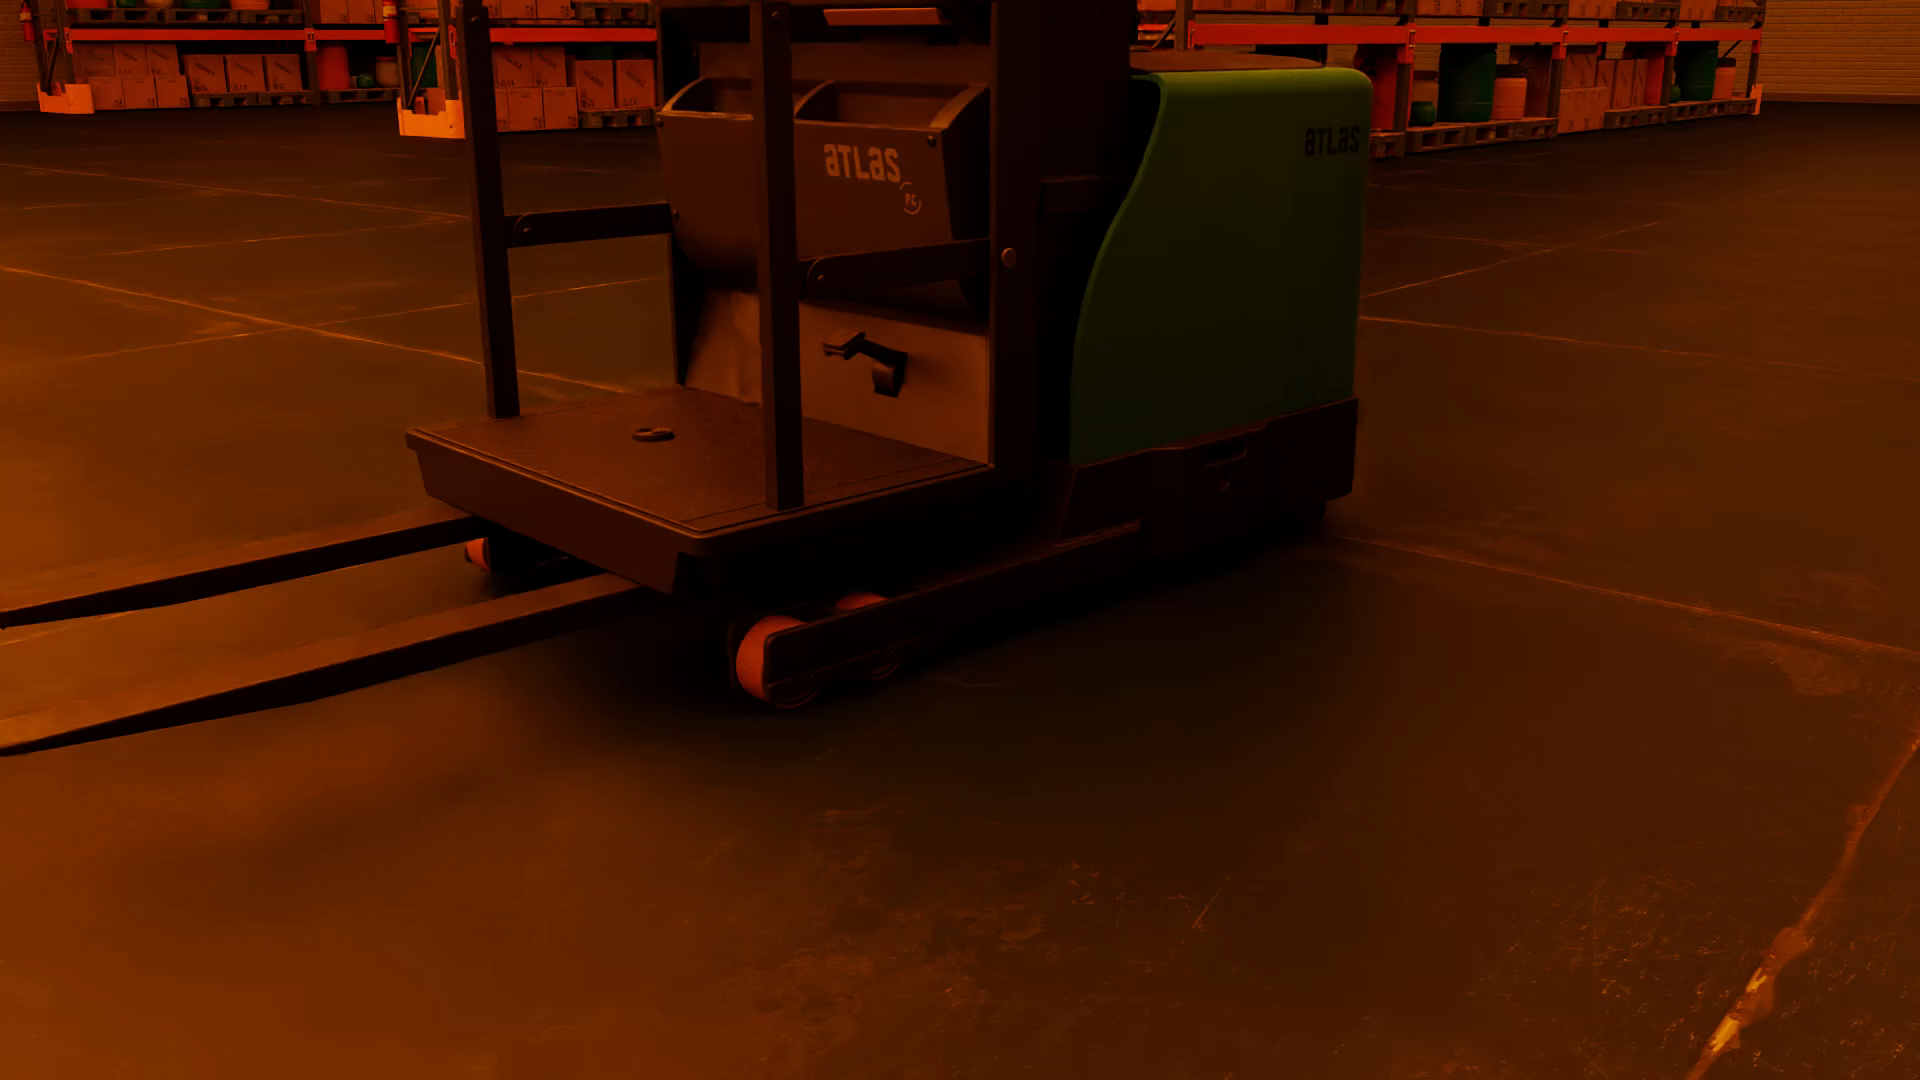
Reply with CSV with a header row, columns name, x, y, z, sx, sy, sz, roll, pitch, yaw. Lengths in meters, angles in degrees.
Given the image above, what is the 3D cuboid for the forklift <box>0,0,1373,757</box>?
name,x,y,z,sx,sy,sz,roll,pitch,yaw
forklift,-0.450,-1.272,3.086,3.031,2.935,1.130,-15,23,-41
